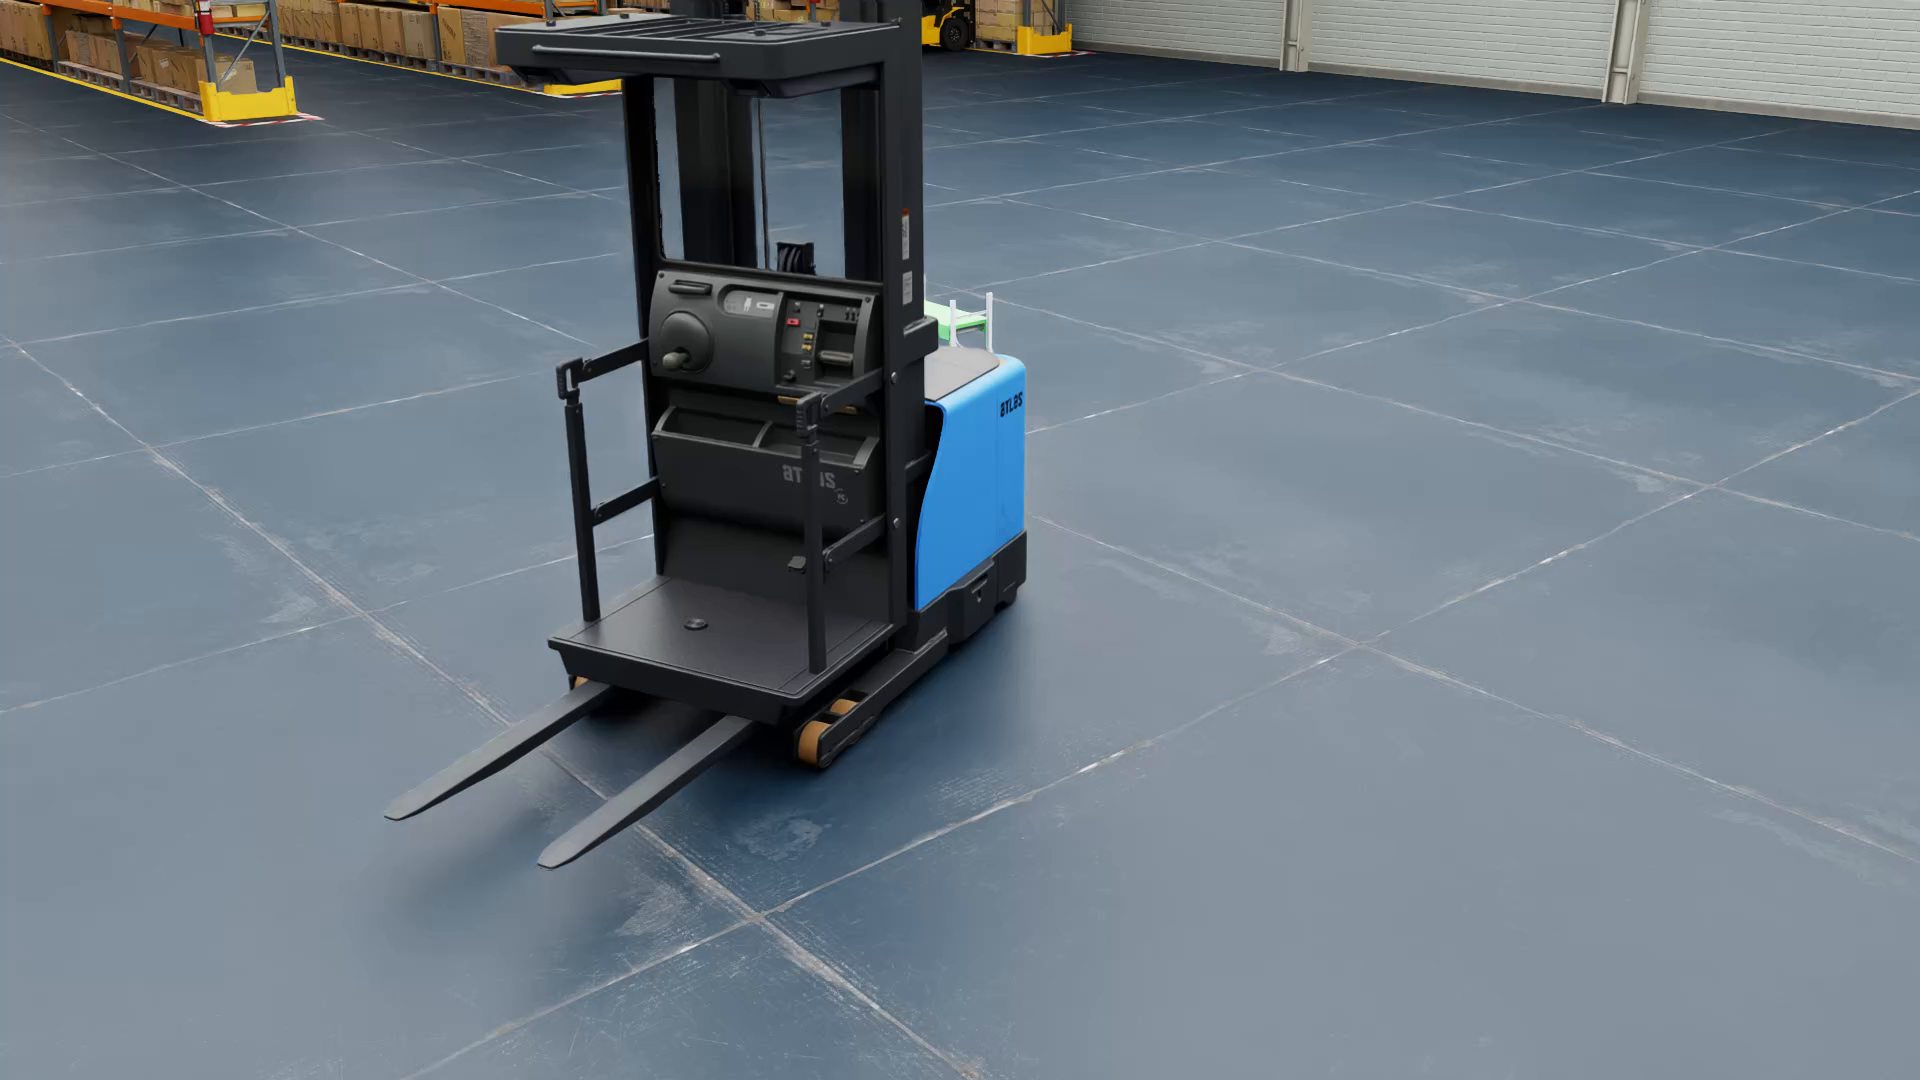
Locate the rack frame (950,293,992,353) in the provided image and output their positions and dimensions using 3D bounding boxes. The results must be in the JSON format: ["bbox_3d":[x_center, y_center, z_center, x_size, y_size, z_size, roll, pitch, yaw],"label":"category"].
[{"bbox_3d":[0.051,-0.537,7.710,0.240,1.200,0.015,-17,27,-37],"label":"rack frame"}]

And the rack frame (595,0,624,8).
[{"bbox_3d":[-7.381,-11.748,33.866,1.000,3.000,0.127,-17,27,-37],"label":"rack frame"}]

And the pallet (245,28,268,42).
[{"bbox_3d":[-14.141,-10.526,34.569,1.003,0.211,1.213,-17,27,-37],"label":"pallet"}]

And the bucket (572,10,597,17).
[{"bbox_3d":[-6.619,-9.132,29.590,0.726,0.611,0.620,-8,13,-19],"label":"bucket"}]

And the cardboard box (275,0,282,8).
[{"bbox_3d":[-13.394,-10.761,33.169,0.500,0.250,0.500,-19,28,-40],"label":"cardboard box"}]

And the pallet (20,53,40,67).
[{"bbox_3d":[-16.138,-8.663,29.814,1.003,0.211,1.213,-17,27,-37],"label":"pallet"}]

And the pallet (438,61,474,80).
[{"bbox_3d":[-8.017,-7.910,27.890,1.003,0.211,1.213,-17,27,-37],"label":"pallet"}]

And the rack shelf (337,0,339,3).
[{"bbox_3d":[-12.371,-10.760,32.329,1.077,0.370,4.000,-17,27,-37],"label":"rack shelf"}]

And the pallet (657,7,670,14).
[{"bbox_3d":[-6.682,-12.928,40.701,1.003,0.211,1.213,-17,27,-37],"label":"pallet"}]

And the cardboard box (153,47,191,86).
[{"bbox_3d":[-11.667,-7.039,24.695,0.500,0.500,0.500,-9,23,-21],"label":"cardboard box"}]

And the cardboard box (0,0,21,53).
[{"bbox_3d":[-16.483,-9.282,29.907,1.225,0.875,0.875,-19,28,-39],"label":"cardboard box"}]

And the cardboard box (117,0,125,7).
[{"bbox_3d":[-12.212,-7.964,24.549,0.380,0.149,0.250,-17,27,-37],"label":"cardboard box"}]

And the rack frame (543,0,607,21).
[{"bbox_3d":[-5.843,-8.332,25.143,1.000,3.000,0.127,-17,27,-37],"label":"rack frame"}]

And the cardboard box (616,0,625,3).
[{"bbox_3d":[-8.518,-13.983,42.419,0.797,0.503,0.637,-19,28,-39],"label":"cardboard box"}]

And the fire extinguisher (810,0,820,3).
[{"bbox_3d":[-2.433,-9.361,27.877,0.296,0.674,0.183,-17,27,-37],"label":"fire extinguisher"}]

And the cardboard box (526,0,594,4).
[{"bbox_3d":[-6.120,-8.493,25.350,0.875,0.550,0.550,-17,27,-37],"label":"cardboard box"}]

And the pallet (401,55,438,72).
[{"bbox_3d":[-9.015,-8.334,28.972,1.003,0.211,1.213,-17,27,-37],"label":"pallet"}]

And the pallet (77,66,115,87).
[{"bbox_3d":[-13.587,-7.538,26.939,1.003,0.211,1.213,-17,27,-37],"label":"pallet"}]

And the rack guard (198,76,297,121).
[{"bbox_3d":[-9.716,-6.036,22.709,1.175,0.500,0.348,-17,27,-37],"label":"rack guard"}]

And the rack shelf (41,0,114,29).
[{"bbox_3d":[-13.583,-8.502,26.564,1.077,0.370,4.000,-17,27,-37],"label":"rack shelf"}]

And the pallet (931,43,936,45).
[{"bbox_3d":[-0.525,-10.298,33.986,1.003,0.211,1.213,-17,27,-37],"label":"pallet"}]

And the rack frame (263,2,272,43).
[{"bbox_3d":[-13.676,-11.647,33.608,1.000,3.000,0.127,-17,27,-37],"label":"rack frame"}]

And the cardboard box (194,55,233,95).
[{"bbox_3d":[-10.478,-6.544,23.431,0.500,0.500,0.500,-10,23,-24],"label":"cardboard box"}]

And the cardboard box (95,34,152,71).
[{"bbox_3d":[-13.325,-7.791,26.586,0.500,0.500,0.700,20,29,41],"label":"cardboard box"}]

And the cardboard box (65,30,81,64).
[{"bbox_3d":[-14.436,-8.250,27.758,0.700,0.500,0.500,-19,28,-40],"label":"cardboard box"}]

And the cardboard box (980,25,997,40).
[{"bbox_3d":[0.736,-9.830,32.164,0.500,0.250,0.500,-17,27,-37],"label":"cardboard box"}]

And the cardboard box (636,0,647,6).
[{"bbox_3d":[-7.720,-13.566,41.359,0.500,0.500,0.500,-17,27,-36],"label":"cardboard box"}]

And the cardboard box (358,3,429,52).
[{"bbox_3d":[-10.162,-9.260,30.021,1.050,0.750,0.750,-17,27,-37],"label":"cardboard box"}]

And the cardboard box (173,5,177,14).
[{"bbox_3d":[-10.657,-7.369,23.030,0.380,0.149,0.250,-17,27,-37],"label":"cardboard box"}]

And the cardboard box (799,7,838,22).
[{"bbox_3d":[-2.492,-9.098,29.265,0.500,0.500,0.500,-19,28,-39],"label":"cardboard box"}]

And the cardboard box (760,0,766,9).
[{"bbox_3d":[-3.332,-9.419,29.197,0.380,0.149,0.250,-17,27,-37],"label":"cardboard box"}]

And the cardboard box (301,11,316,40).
[{"bbox_3d":[-12.386,-9.980,32.203,0.500,0.500,0.500,-19,28,-40],"label":"cardboard box"}]

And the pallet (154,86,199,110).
[{"bbox_3d":[-11.012,-6.471,24.217,1.003,0.211,1.213,-17,27,-37],"label":"pallet"}]

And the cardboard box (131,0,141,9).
[{"bbox_3d":[-11.725,-7.756,24.017,0.380,0.149,0.250,-17,27,-37],"label":"cardboard box"}]

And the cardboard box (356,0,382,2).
[{"bbox_3d":[-11.332,-10.171,31.663,0.500,0.250,0.500,-19,28,-40],"label":"cardboard box"}]

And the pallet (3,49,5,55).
[{"bbox_3d":[-17.937,-9.425,31.757,1.003,0.211,1.213,-17,27,-37],"label":"pallet"}]

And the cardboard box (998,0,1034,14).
[{"bbox_3d":[1.062,-10.155,31.621,0.500,0.250,0.500,-16,27,-36],"label":"cardboard box"}]

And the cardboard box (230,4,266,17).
[{"bbox_3d":[-9.672,-7.197,22.592,0.380,0.149,0.250,-17,27,-37],"label":"cardboard box"}]

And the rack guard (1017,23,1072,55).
[{"bbox_3d":[1.615,-9.550,31.682,1.175,0.500,0.348,-17,27,-37],"label":"rack guard"}]

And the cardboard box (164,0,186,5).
[{"bbox_3d":[-10.422,-7.632,22.812,0.875,0.500,0.500,-17,27,-37],"label":"cardboard box"}]

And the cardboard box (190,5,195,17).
[{"bbox_3d":[-10.172,-7.161,22.498,0.380,0.149,0.250,-17,27,-37],"label":"cardboard box"}]

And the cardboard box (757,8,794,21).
[{"bbox_3d":[-3.223,-9.105,29.284,0.500,0.500,0.500,-16,27,-36],"label":"cardboard box"}]

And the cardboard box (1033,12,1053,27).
[{"bbox_3d":[1.449,-10.048,32.034,0.500,0.250,0.500,-17,27,-36],"label":"cardboard box"}]

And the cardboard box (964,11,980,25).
[{"bbox_3d":[0.372,-10.208,32.442,0.500,0.250,0.500,-18,28,-39],"label":"cardboard box"}]

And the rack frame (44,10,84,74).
[{"bbox_3d":[-14.889,-9.389,27.843,1.000,3.000,0.127,-17,27,-37],"label":"rack frame"}]

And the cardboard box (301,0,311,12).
[{"bbox_3d":[-12.368,-10.330,32.070,0.500,0.250,0.500,-17,27,-36],"label":"cardboard box"}]

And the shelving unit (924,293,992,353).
[{"bbox_3d":[-0.108,-0.604,7.882,0.258,1.200,0.503,-17,27,-37],"label":"shelving unit"}]

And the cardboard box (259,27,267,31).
[{"bbox_3d":[-14.190,-10.543,34.121,0.380,0.149,0.250,-17,27,-37],"label":"cardboard box"}]

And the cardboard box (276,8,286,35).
[{"bbox_3d":[-13.395,-10.412,33.305,0.500,0.500,0.500,-16,27,-35],"label":"cardboard box"}]

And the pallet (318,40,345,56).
[{"bbox_3d":[-11.574,-9.460,31.847,1.003,0.211,1.213,-17,27,-37],"label":"pallet"}]

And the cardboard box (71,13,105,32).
[{"bbox_3d":[-14.428,-8.601,27.628,0.500,0.250,0.500,-16,27,-35],"label":"cardboard box"}]

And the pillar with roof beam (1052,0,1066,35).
[{"bbox_3d":[-1.434,-12.896,28.571,9.100,9.000,0.400,-17,27,-37],"label":"pillar with roof beam"}]

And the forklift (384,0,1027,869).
[{"bbox_3d":[-0.821,-0.737,5.848,1.130,2.935,3.031,10,24,25],"label":"forklift"}]

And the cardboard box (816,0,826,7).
[{"bbox_3d":[-2.794,-11.667,36.338,0.875,0.625,0.625,-16,27,-36],"label":"cardboard box"}]

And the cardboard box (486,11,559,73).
[{"bbox_3d":[-6.912,-7.952,26.512,0.875,0.875,0.875,-18,28,-38],"label":"cardboard box"}]
